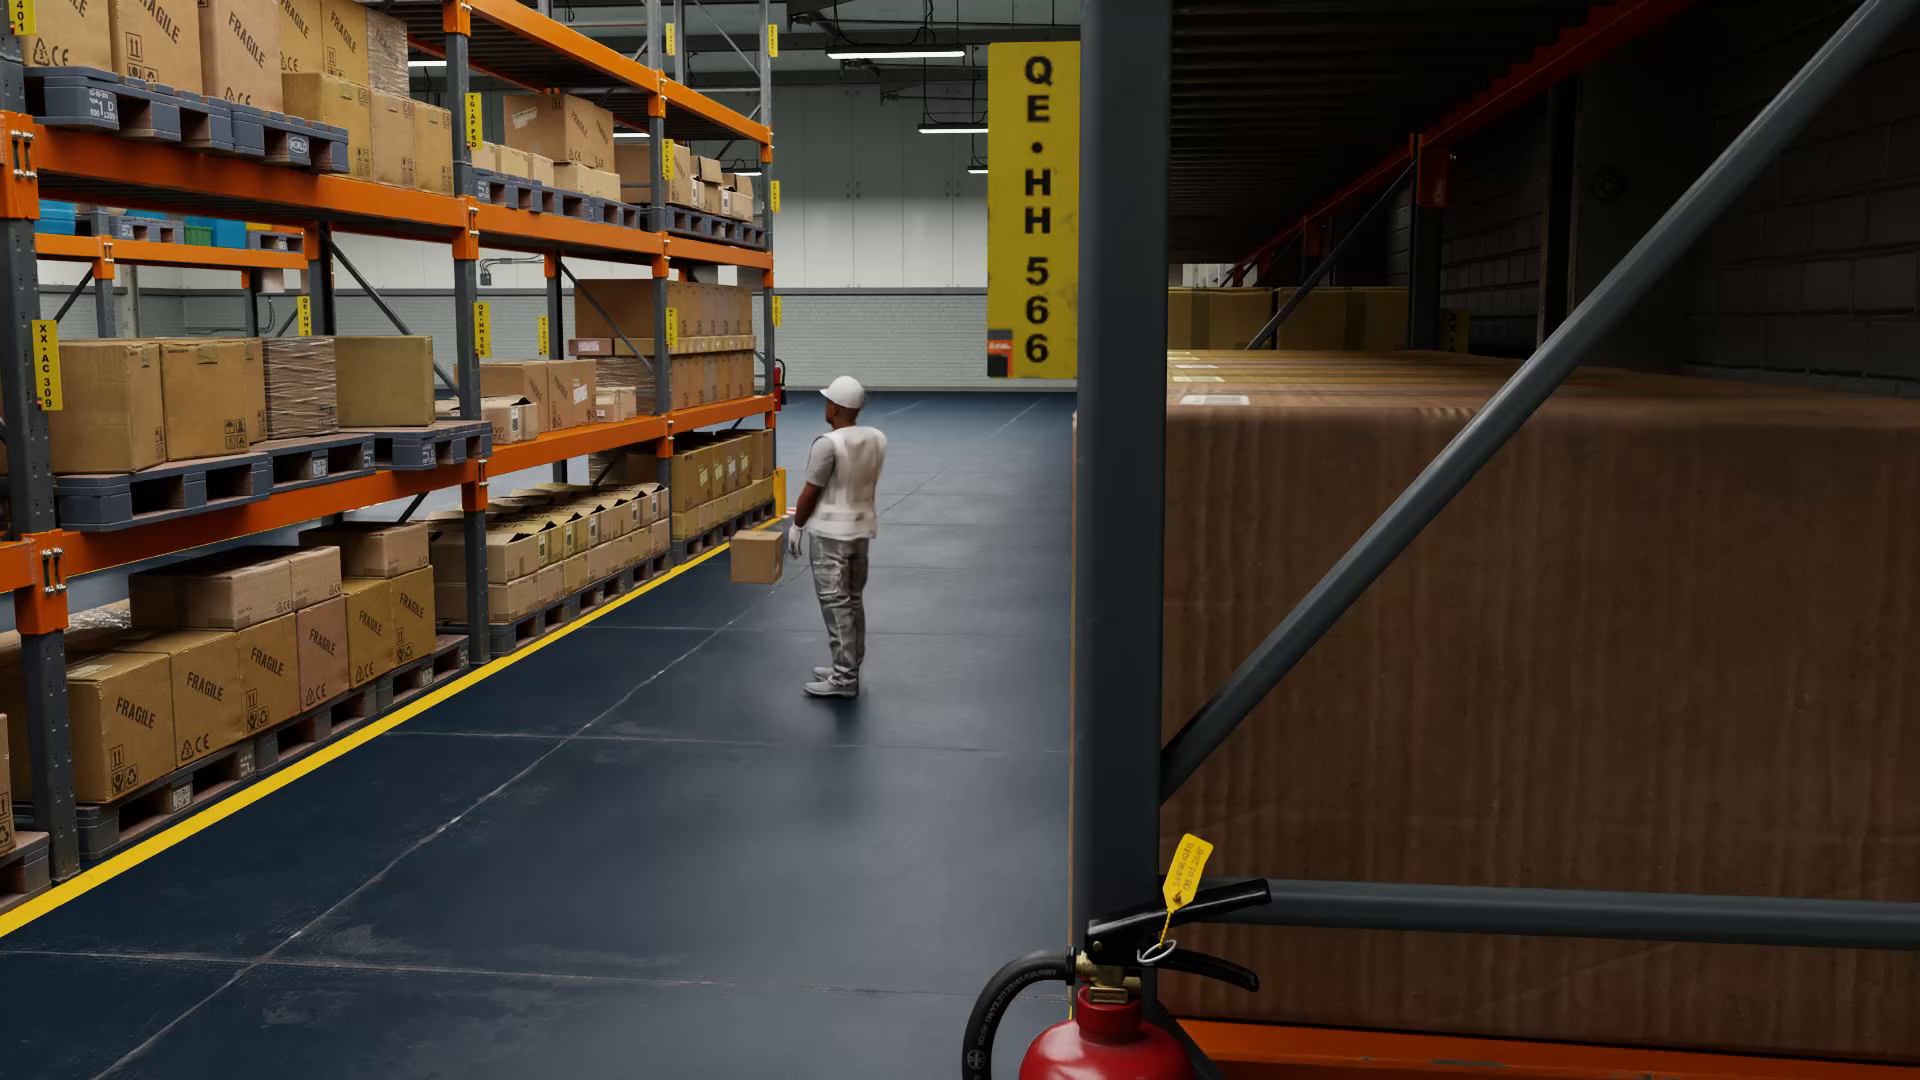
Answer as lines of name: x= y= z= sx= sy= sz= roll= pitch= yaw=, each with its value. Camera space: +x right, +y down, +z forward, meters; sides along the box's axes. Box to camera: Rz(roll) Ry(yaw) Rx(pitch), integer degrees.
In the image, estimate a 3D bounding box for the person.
person: x=-0.735 y=-0.027 z=9.361 sx=0.559 sy=1.787 sz=0.563 roll=5 pitch=9 yaw=36
